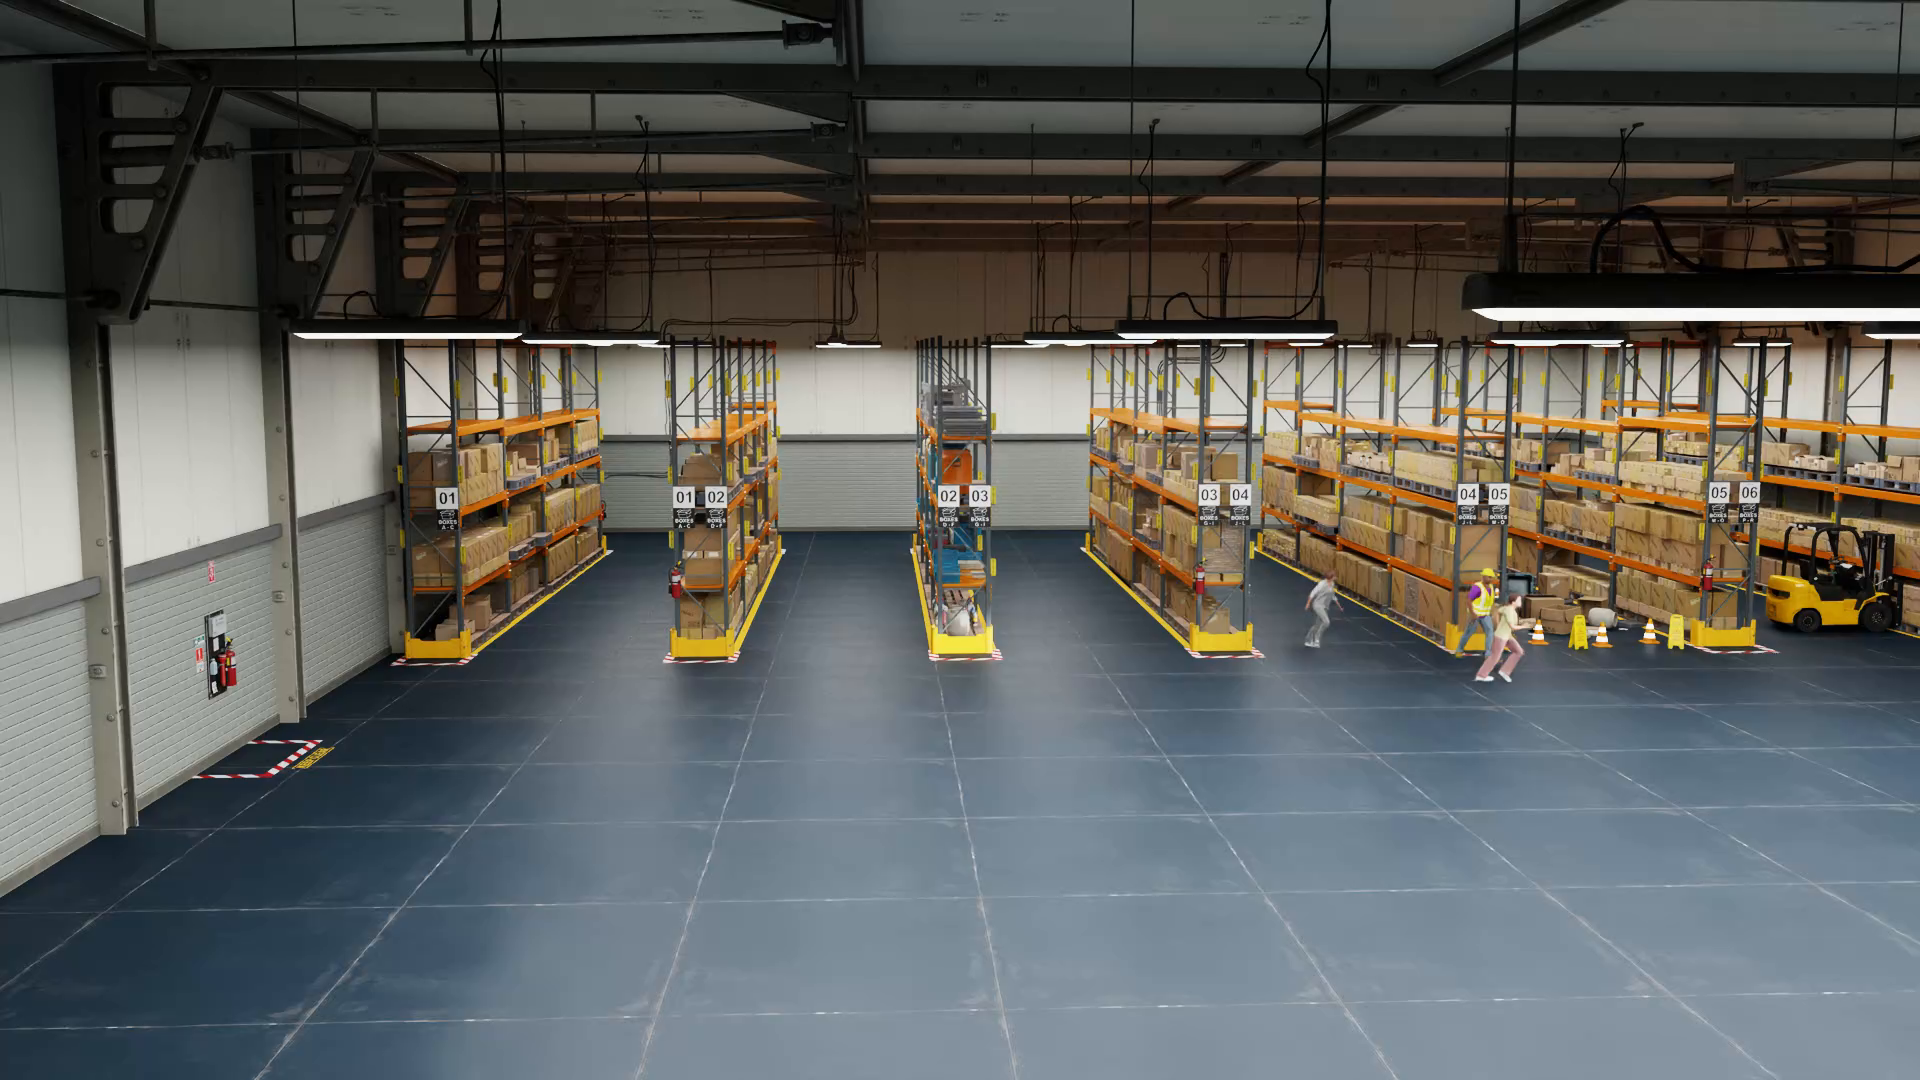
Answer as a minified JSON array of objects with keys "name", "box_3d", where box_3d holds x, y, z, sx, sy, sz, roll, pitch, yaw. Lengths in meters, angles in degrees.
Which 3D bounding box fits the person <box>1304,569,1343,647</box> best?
[{"name":"person","box_3d":[6.985,1.317,32.050,0.694,1.535,0.531,6,9,44]}]

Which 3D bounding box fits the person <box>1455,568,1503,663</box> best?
[{"name":"person","box_3d":[9.549,1.362,30.500,0.717,1.710,0.950,-4,8,-34]}]

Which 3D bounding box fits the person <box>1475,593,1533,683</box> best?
[{"name":"person","box_3d":[9.365,1.790,28.607,0.910,1.380,0.575,3,7,26]}]
